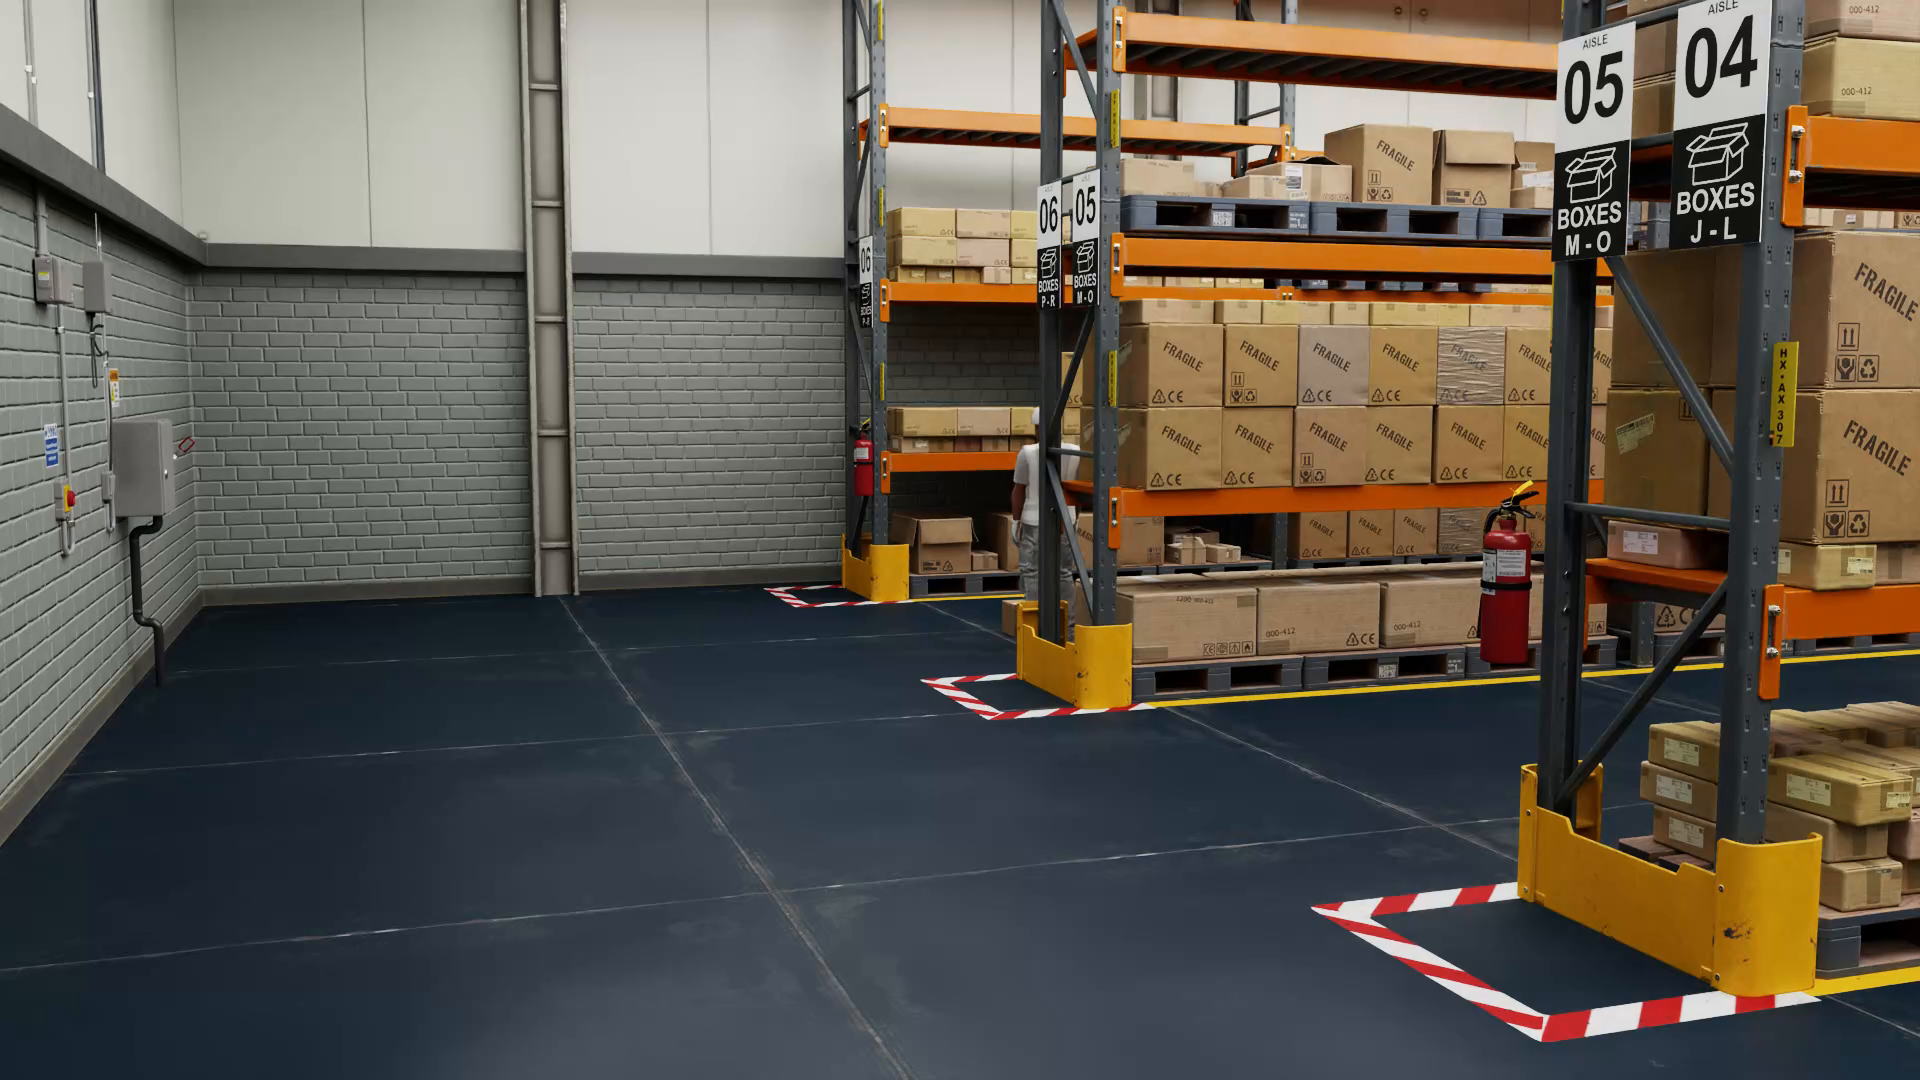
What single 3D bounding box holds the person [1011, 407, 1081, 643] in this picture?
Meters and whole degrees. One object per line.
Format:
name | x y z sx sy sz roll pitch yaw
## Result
person | 0.635 -0.111 12.306 0.547 1.778 0.359 -2 6 -17
